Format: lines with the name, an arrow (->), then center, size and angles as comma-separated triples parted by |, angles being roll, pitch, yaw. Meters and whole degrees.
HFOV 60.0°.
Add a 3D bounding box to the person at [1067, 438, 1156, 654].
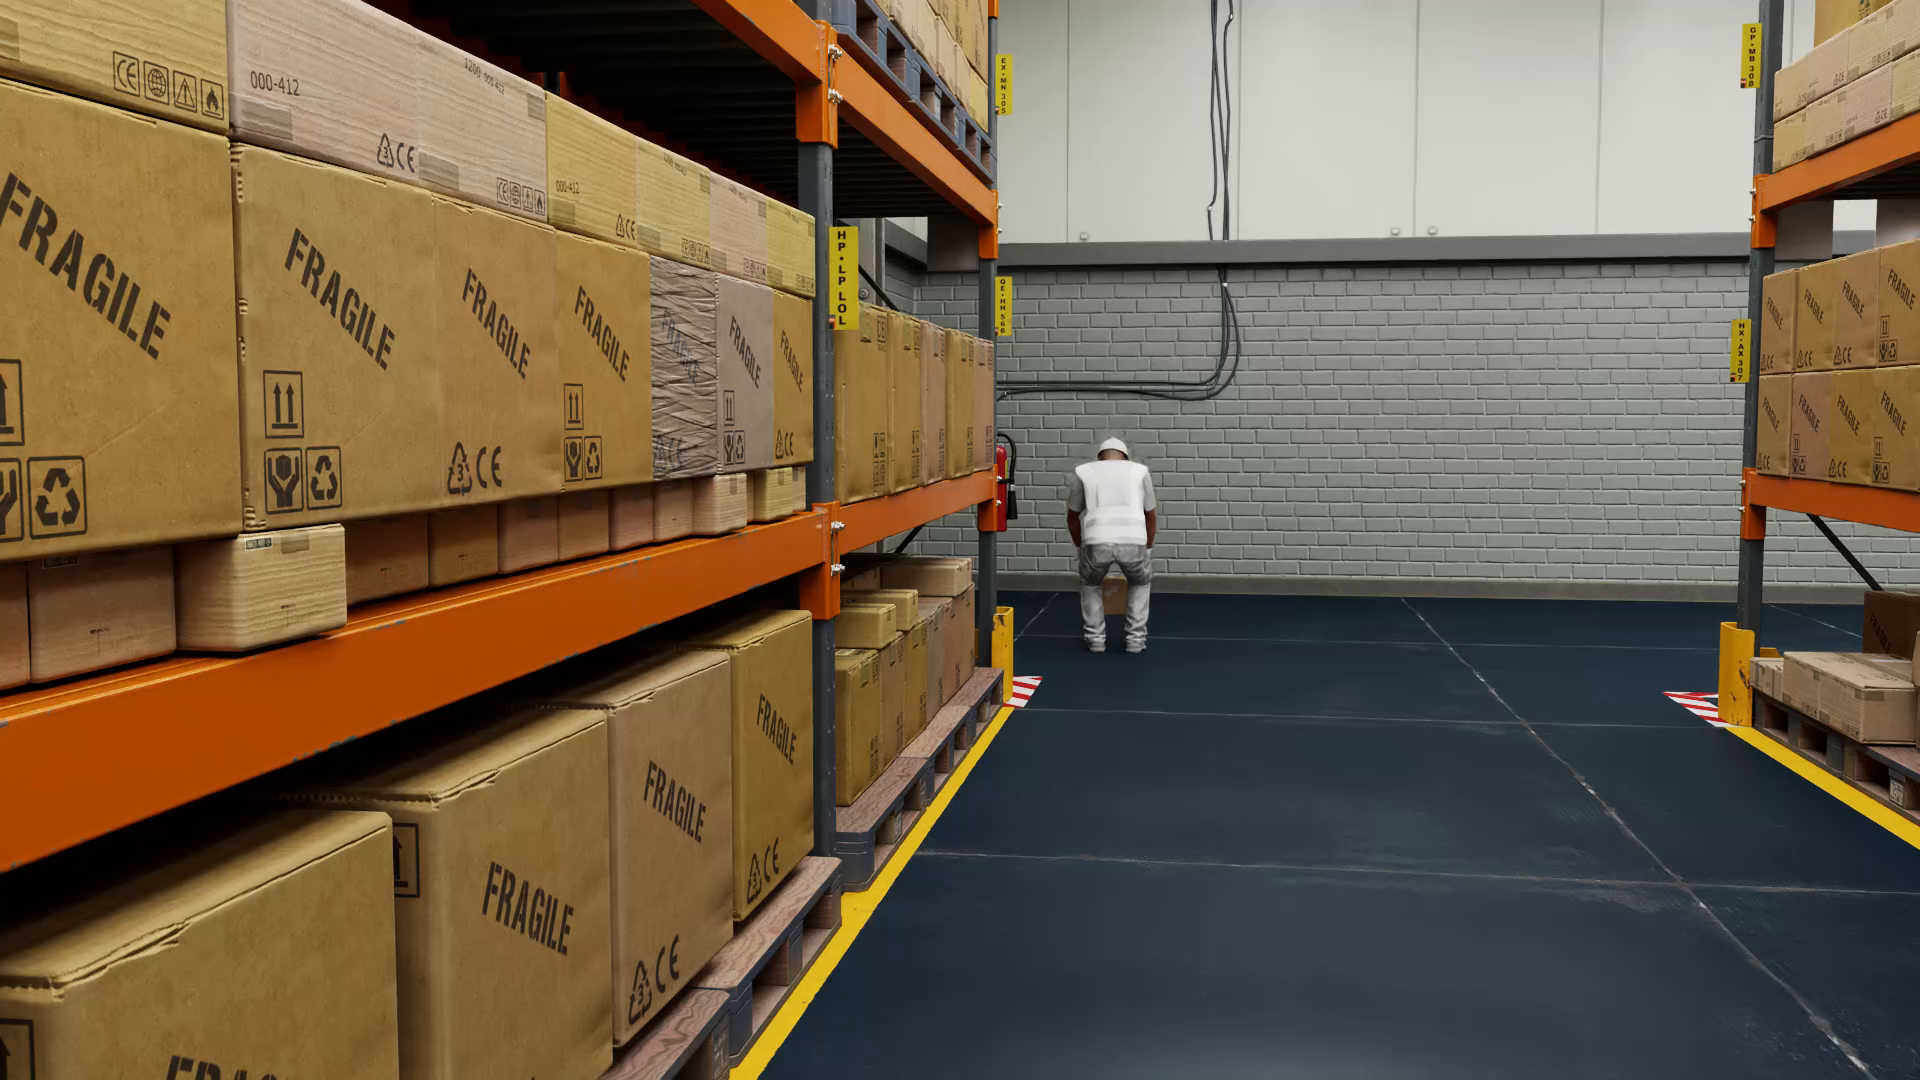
person -> 1.022, 0.029, 11.309 | 0.612, 1.441, 0.755 | 1, 4, 9
